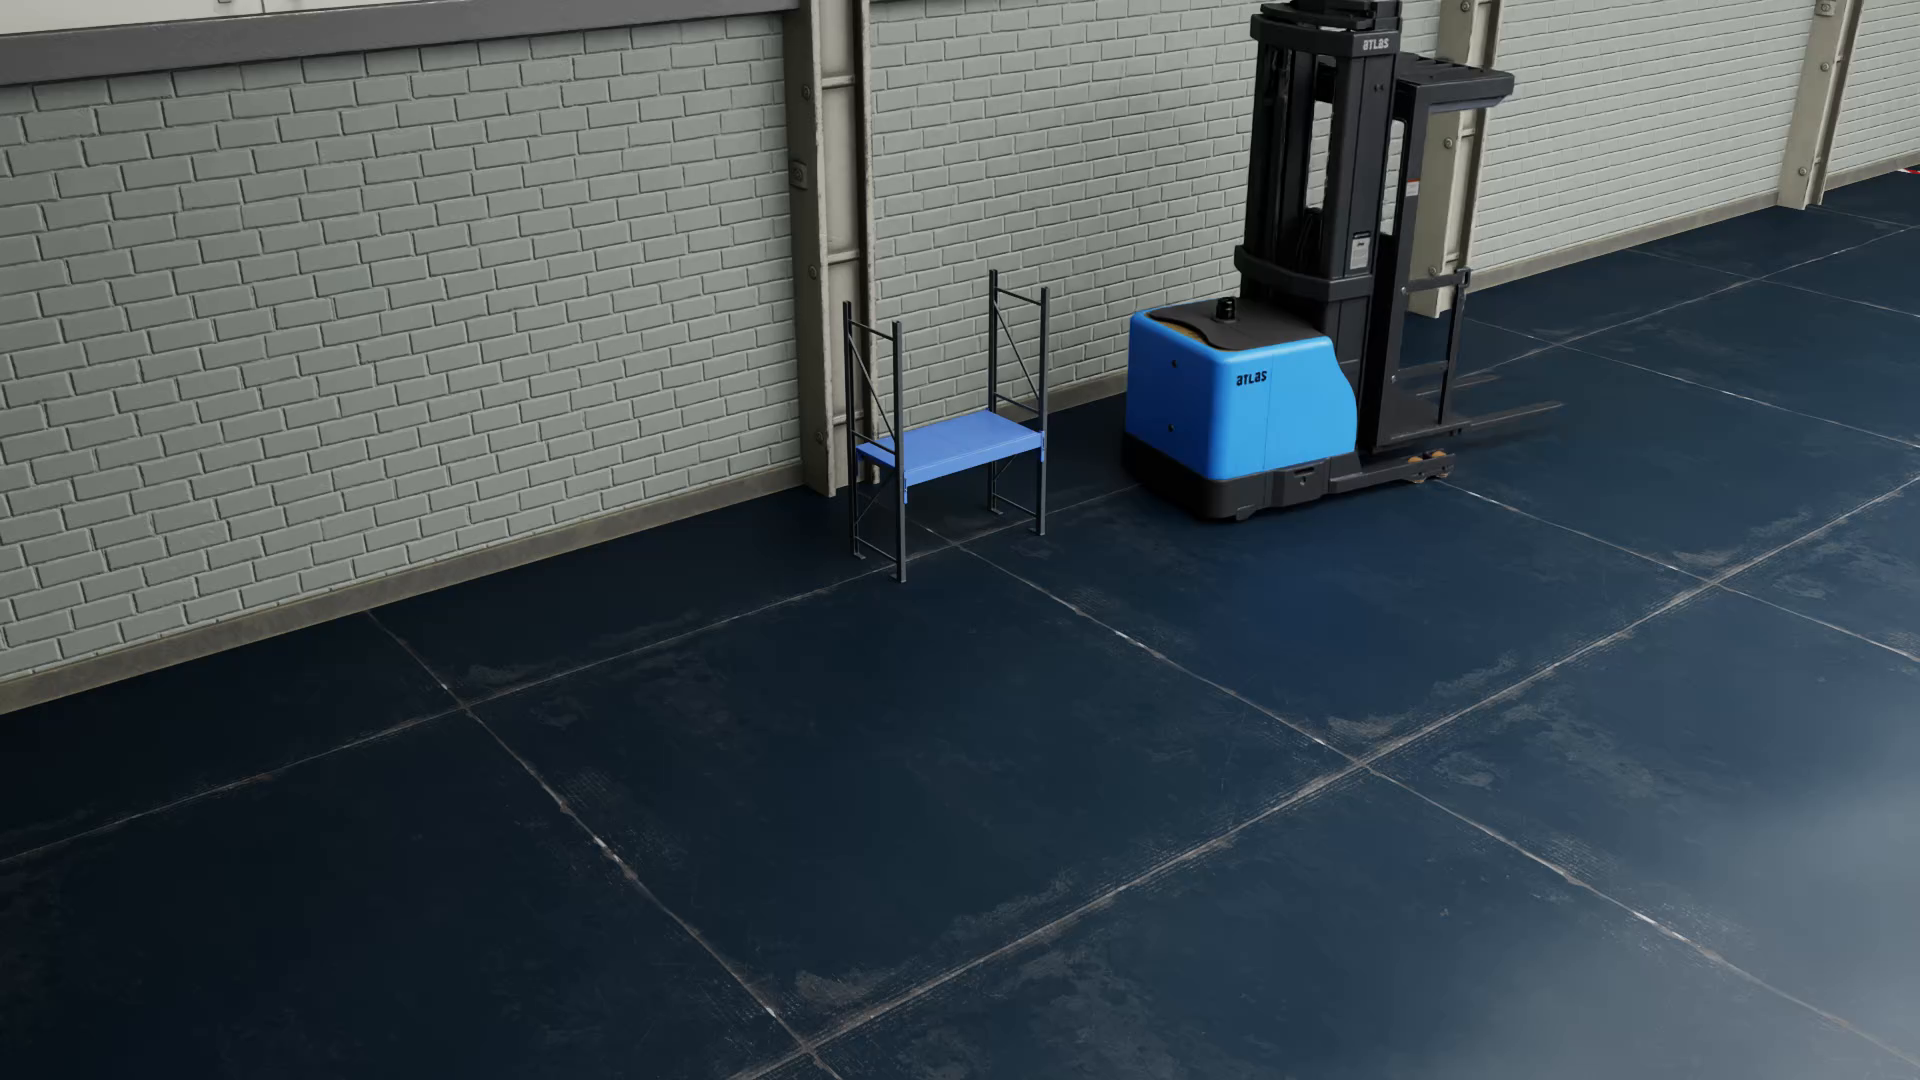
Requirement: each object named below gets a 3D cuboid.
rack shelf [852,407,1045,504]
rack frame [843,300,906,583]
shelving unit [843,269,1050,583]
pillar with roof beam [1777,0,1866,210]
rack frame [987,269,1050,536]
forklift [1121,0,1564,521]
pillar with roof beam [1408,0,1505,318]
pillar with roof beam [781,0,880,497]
[{"bbox_3d":[-0.067,-0.495,9.462,1.000,0.185,0.538,-18,31,-34],"label":"rack shelf"},{"bbox_3d":[-0.467,-0.526,9.102,0.032,1.500,0.500,-18,31,-34],"label":"rack frame"},{"bbox_3d":[-0.067,-0.658,9.387,1.048,1.500,0.538,-18,31,-34],"label":"shelving unit"},{"bbox_3d":[11.345,-6.139,12.289,0.400,9.000,9.100,-18,31,-34],"label":"pillar with roof beam"},{"bbox_3d":[0.333,-0.790,9.671,0.032,1.500,0.500,-18,31,-34],"label":"rack frame"},{"bbox_3d":[2.576,-1.869,10.295,3.031,2.935,1.130,-13,28,-25],"label":"forklift"},{"bbox_3d":[6.624,-4.581,8.930,0.400,9.000,9.100,-18,31,-34],"label":"pillar with roof beam"},{"bbox_3d":[1.902,-3.022,5.572,0.400,9.000,9.100,-18,31,-34],"label":"pillar with roof beam"}]
